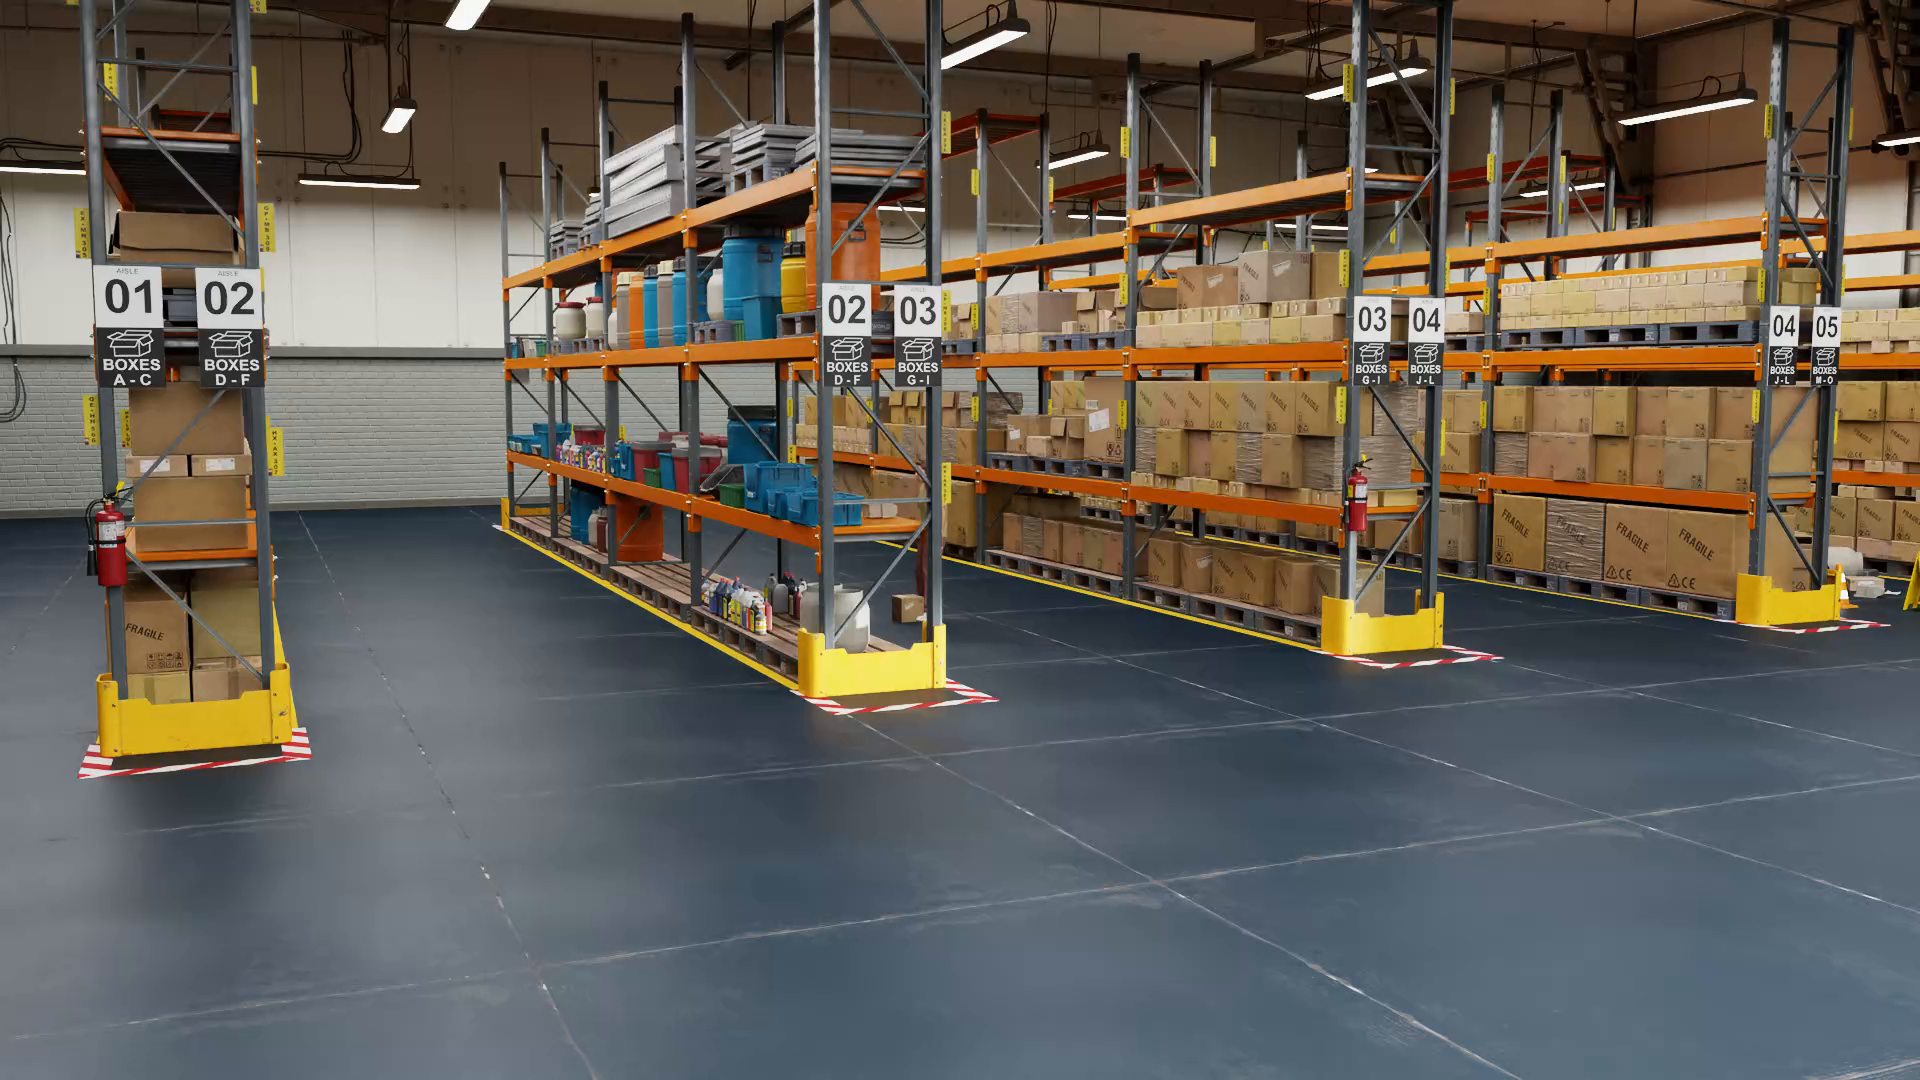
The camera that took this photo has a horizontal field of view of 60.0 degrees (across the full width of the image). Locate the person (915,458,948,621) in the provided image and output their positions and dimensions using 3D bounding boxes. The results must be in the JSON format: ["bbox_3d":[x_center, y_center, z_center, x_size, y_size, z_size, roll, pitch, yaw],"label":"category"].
[{"bbox_3d":[-0.339,-0.016,17.131,0.405,1.673,0.499,-2,6,-23],"label":"person"}]
